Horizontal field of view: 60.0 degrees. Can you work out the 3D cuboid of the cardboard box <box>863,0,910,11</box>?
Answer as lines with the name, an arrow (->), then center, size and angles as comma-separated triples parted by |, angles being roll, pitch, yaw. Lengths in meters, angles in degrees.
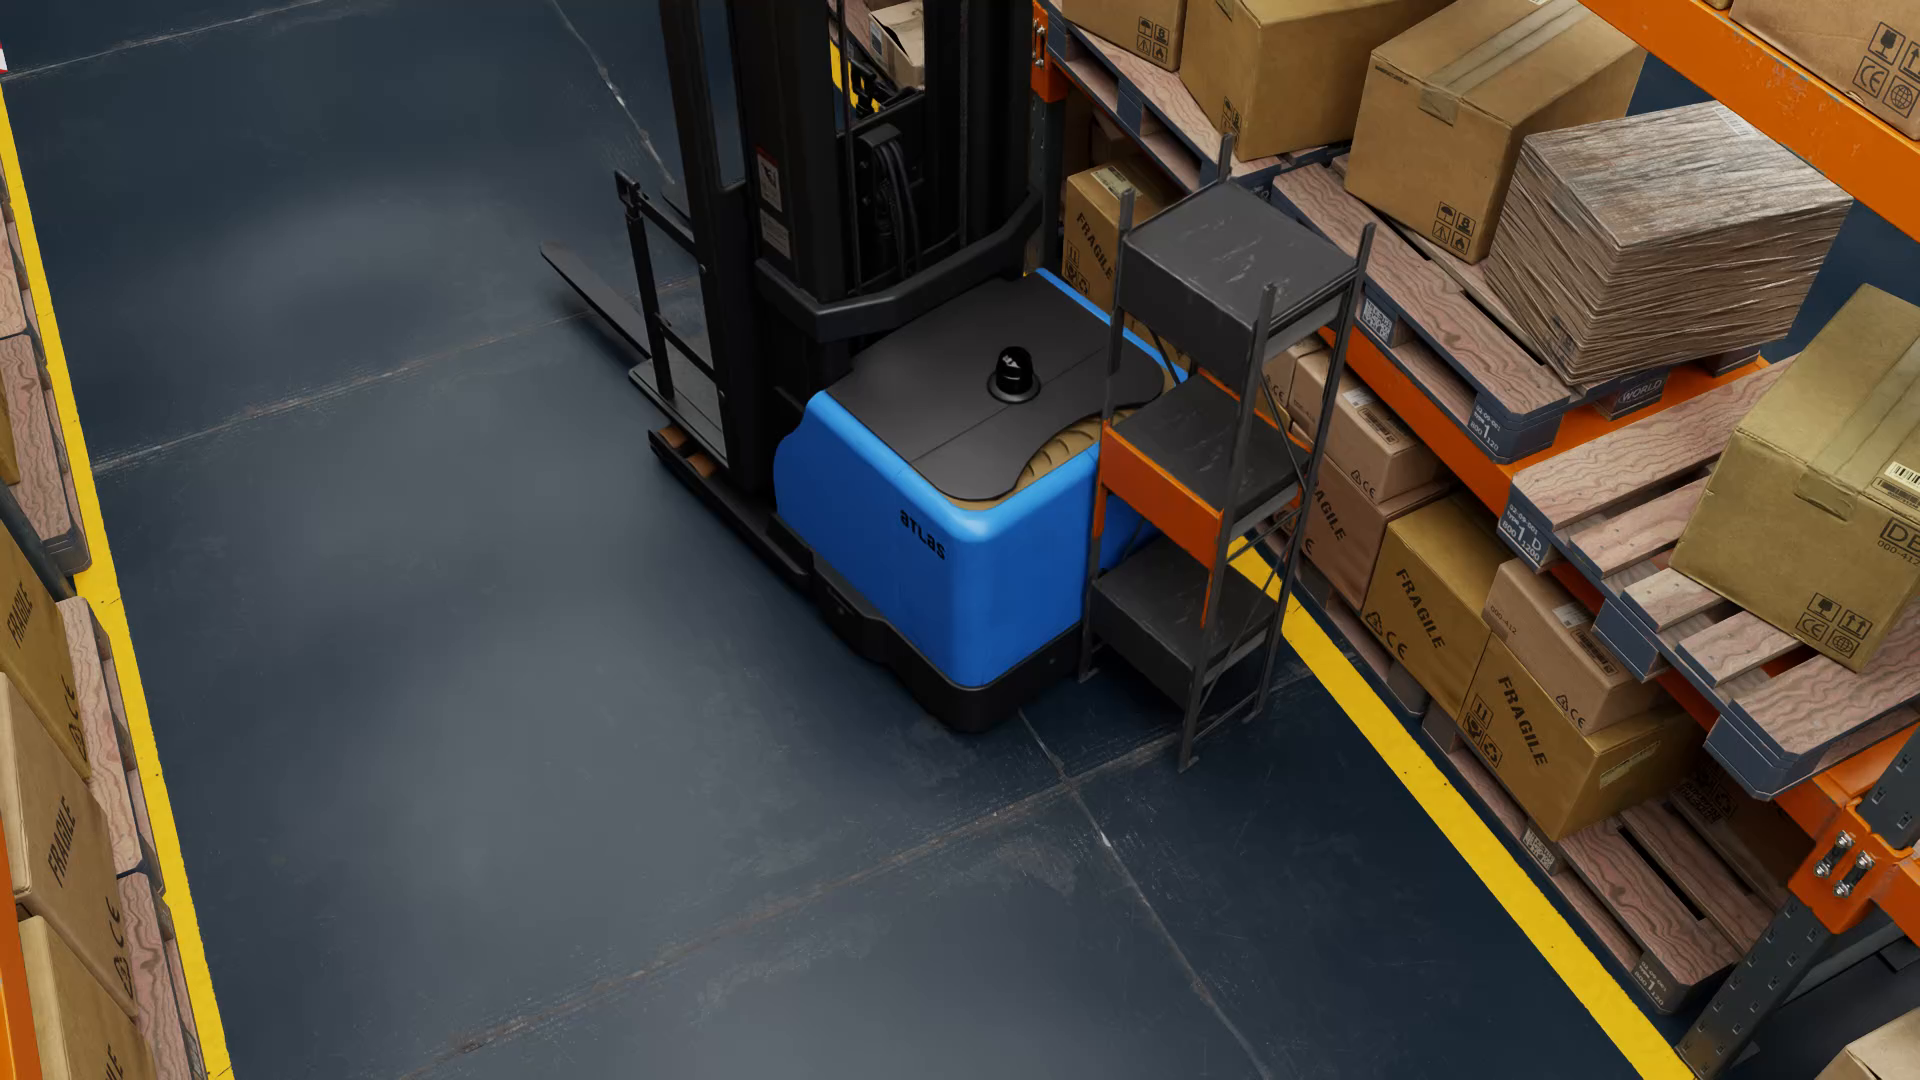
cardboard box -> -0.109, -2.864, 8.128 | 0.797, 0.503, 0.637 | -21, 52, -18

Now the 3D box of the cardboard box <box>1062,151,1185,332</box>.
cardboard box -> 0.760, -1.199, 6.675 | 0.500, 0.500, 0.500 | -23, 53, -19

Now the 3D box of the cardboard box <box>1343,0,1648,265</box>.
cardboard box -> 1.619, -1.295, 5.044 | 0.700, 0.500, 0.500 | -34, 57, -26

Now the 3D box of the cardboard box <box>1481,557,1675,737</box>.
cardboard box -> 1.920, 0.242, 4.916 | 0.500, 0.250, 0.500 | -19, 52, -16

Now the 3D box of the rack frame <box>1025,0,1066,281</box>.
rack frame -> 0.756, -2.285, 6.256 | 1.000, 3.000, 0.127 | -21, 52, -18

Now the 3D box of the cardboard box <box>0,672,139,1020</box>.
cardboard box -> -2.825, 0.977, 4.552 | 0.750, 0.750, 0.750 | -20, 52, -16

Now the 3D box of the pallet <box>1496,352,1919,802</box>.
pallet -> 2.214, 0.026, 4.362 | 1.213, 0.211, 1.003 | -21, 52, -18

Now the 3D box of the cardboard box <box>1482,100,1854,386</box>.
cardboard box -> 1.949, -0.840, 4.646 | 0.700, 0.500, 0.500 | -12, 50, -11

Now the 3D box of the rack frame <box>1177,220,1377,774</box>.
rack frame -> 0.885, -0.008, 4.862 | 0.400, 2.100, 0.015 | -33, 56, -25

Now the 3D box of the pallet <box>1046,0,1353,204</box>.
pallet -> 1.024, -1.649, 5.827 | 1.003, 0.211, 1.213 | -21, 52, -18

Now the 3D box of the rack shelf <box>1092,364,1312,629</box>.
rack shelf -> 0.727, -0.139, 4.995 | 0.431, 0.518, 0.480 | -33, 56, -25

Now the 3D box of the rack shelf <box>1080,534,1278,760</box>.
rack shelf -> 0.727, 0.321, 5.522 | 0.431, 0.518, 0.480 | -33, 56, -25

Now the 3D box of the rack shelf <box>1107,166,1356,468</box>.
rack shelf -> 0.727, -0.600, 4.468 | 0.431, 0.518, 0.480 | -33, 56, -25

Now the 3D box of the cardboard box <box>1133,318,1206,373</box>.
cardboard box -> 1.014, -0.846, 6.366 | 0.500, 0.500, 0.500 | -20, 52, -17

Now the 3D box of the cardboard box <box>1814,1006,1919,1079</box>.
cardboard box -> 2.565, 1.426, 4.185 | 0.500, 0.311, 0.500 | -20, 52, -16

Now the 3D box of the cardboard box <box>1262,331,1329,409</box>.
cardboard box -> 1.218, -0.777, 5.807 | 0.500, 0.250, 0.500 | -21, 52, -17

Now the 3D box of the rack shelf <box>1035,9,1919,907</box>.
rack shelf -> 1.671, -0.710, 5.356 | 1.077, 0.370, 4.000 | -21, 52, -18

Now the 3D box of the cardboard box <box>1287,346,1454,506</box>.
cardboard box -> 1.448, -0.441, 5.513 | 0.500, 0.250, 0.500 | -22, 52, -18

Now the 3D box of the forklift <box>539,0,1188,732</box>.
forklift -> -0.553, -1.362, 5.494 | 1.130, 2.935, 3.031 | -33, 56, -25

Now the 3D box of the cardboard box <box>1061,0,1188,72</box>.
cardboard box -> 0.774, -2.062, 5.715 | 0.500, 0.500, 0.700 | 35, 58, 27

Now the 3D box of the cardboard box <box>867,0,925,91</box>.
cardboard box -> -0.100, -2.330, 7.789 | 0.500, 0.311, 0.500 | -21, 52, -18

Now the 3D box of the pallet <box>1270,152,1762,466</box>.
pallet -> 1.692, -0.845, 5.124 | 1.003, 0.211, 1.213 | -21, 52, -18

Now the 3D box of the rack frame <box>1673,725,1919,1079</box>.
rack frame -> 2.586, 0.392, 3.914 | 1.000, 3.000, 0.127 | -21, 52, -18

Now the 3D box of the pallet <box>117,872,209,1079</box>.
pallet -> -2.665, 1.650, 4.667 | 1.003, 0.211, 1.213 | -21, 52, -18

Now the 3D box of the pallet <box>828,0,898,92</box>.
pallet -> -0.120, -2.645, 8.423 | 1.003, 0.211, 1.213 | -21, 52, -18

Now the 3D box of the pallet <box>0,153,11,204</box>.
pallet -> -5.042, -1.827, 7.708 | 1.003, 0.211, 1.213 | -21, 52, -18

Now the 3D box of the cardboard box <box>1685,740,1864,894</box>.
cardboard box -> 2.632, 0.667, 5.042 | 0.500, 0.500, 0.500 | -19, 52, -16

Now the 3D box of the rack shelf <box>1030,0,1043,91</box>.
rack shelf -> -0.160, -3.387, 7.697 | 1.077, 0.370, 4.000 | -21, 52, -18

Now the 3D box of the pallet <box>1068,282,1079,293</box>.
pallet -> 1.162, -0.836, 6.841 | 1.003, 0.211, 1.213 | -21, 52, -18

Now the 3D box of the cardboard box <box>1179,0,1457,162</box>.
cardboard box -> 1.145, -1.624, 5.332 | 0.700, 0.500, 0.500 | -14, 50, -12

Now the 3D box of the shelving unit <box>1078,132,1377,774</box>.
shelving unit -> 0.727, -0.148, 4.985 | 0.431, 2.100, 0.503 | -33, 56, -25

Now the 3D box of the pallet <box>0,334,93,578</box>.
pallet -> -3.926, -0.194, 6.280 | 1.003, 0.211, 1.213 | -21, 52, -18

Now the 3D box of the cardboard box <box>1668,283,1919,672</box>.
cardboard box -> 2.198, -0.162, 4.053 | 0.500, 0.500, 0.700 | 35, 58, 27

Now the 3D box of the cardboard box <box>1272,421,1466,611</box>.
cardboard box -> 1.467, -0.171, 5.775 | 0.500, 0.500, 0.500 | -23, 53, -19

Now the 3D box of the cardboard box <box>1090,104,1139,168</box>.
cardboard box -> 0.756, -1.900, 7.413 | 0.500, 0.311, 0.500 | -21, 52, -18

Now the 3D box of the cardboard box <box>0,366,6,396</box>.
cardboard box -> -4.125, -0.765, 6.308 | 0.700, 0.500, 0.500 | -22, 52, -18

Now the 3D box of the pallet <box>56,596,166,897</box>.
pallet -> -3.227, 0.832, 5.382 | 1.003, 0.211, 1.213 | -21, 52, -18

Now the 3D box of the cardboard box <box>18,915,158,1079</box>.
cardboard box -> -2.432, 1.544, 4.056 | 0.750, 0.750, 0.750 | -21, 52, -18

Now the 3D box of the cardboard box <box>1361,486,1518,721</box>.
cardboard box -> 1.713, 0.179, 5.469 | 0.500, 0.500, 0.500 | -23, 53, -19

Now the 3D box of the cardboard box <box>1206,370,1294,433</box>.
cardboard box -> 1.236, -0.509, 6.071 | 0.500, 0.500, 0.500 | -21, 52, -17

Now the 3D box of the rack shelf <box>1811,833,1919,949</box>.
rack shelf -> 3.501, 1.967, 3.014 | 1.077, 0.370, 4.000 | -21, 52, -18

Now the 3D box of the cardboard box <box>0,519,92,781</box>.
cardboard box -> -3.234, 0.383, 5.071 | 0.750, 0.750, 0.750 | -21, 52, -17

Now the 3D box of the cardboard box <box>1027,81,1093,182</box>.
cardboard box -> 0.243, -1.891, 7.279 | 0.500, 0.500, 0.500 | -21, 52, -18

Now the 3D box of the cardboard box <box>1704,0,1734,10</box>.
cardboard box -> 1.885, -1.598, 3.596 | 0.910, 0.500, 0.500 | -21, 52, -18

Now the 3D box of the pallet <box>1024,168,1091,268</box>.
pallet -> 0.442, -1.827, 7.708 | 1.003, 0.211, 1.213 | -21, 52, -18

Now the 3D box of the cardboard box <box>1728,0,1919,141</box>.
cardboard box -> 2.123, -1.250, 3.291 | 0.910, 0.500, 0.500 | -21, 52, -18

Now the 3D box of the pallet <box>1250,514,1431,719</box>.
pallet -> 1.724, -0.018, 6.126 | 1.003, 0.211, 1.213 | -21, 52, -18

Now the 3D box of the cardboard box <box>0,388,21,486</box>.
cardboard box -> -3.898, -0.427, 6.013 | 0.700, 0.500, 0.500 | -21, 52, -17

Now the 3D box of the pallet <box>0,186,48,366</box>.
pallet -> -4.488, -1.012, 6.995 | 1.003, 0.211, 1.213 | -21, 52, -18

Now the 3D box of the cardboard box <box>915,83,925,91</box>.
cardboard box -> 0.018, -2.005, 7.613 | 0.380, 0.149, 0.250 | -21, 52, -18

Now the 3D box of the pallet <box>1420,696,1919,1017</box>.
pallet -> 2.278, 0.797, 5.412 | 1.003, 0.211, 1.213 | -21, 52, -18

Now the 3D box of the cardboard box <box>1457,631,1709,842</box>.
cardboard box -> 1.949, 0.525, 5.166 | 0.500, 0.500, 0.500 | -19, 52, -16

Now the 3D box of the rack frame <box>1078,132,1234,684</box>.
rack frame -> 0.569, -0.288, 5.107 | 0.400, 2.100, 0.015 | -33, 56, -25

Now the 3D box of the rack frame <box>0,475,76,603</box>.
rack frame -> -3.647, -0.576, 4.761 | 1.000, 3.000, 0.127 | -21, 52, -18
